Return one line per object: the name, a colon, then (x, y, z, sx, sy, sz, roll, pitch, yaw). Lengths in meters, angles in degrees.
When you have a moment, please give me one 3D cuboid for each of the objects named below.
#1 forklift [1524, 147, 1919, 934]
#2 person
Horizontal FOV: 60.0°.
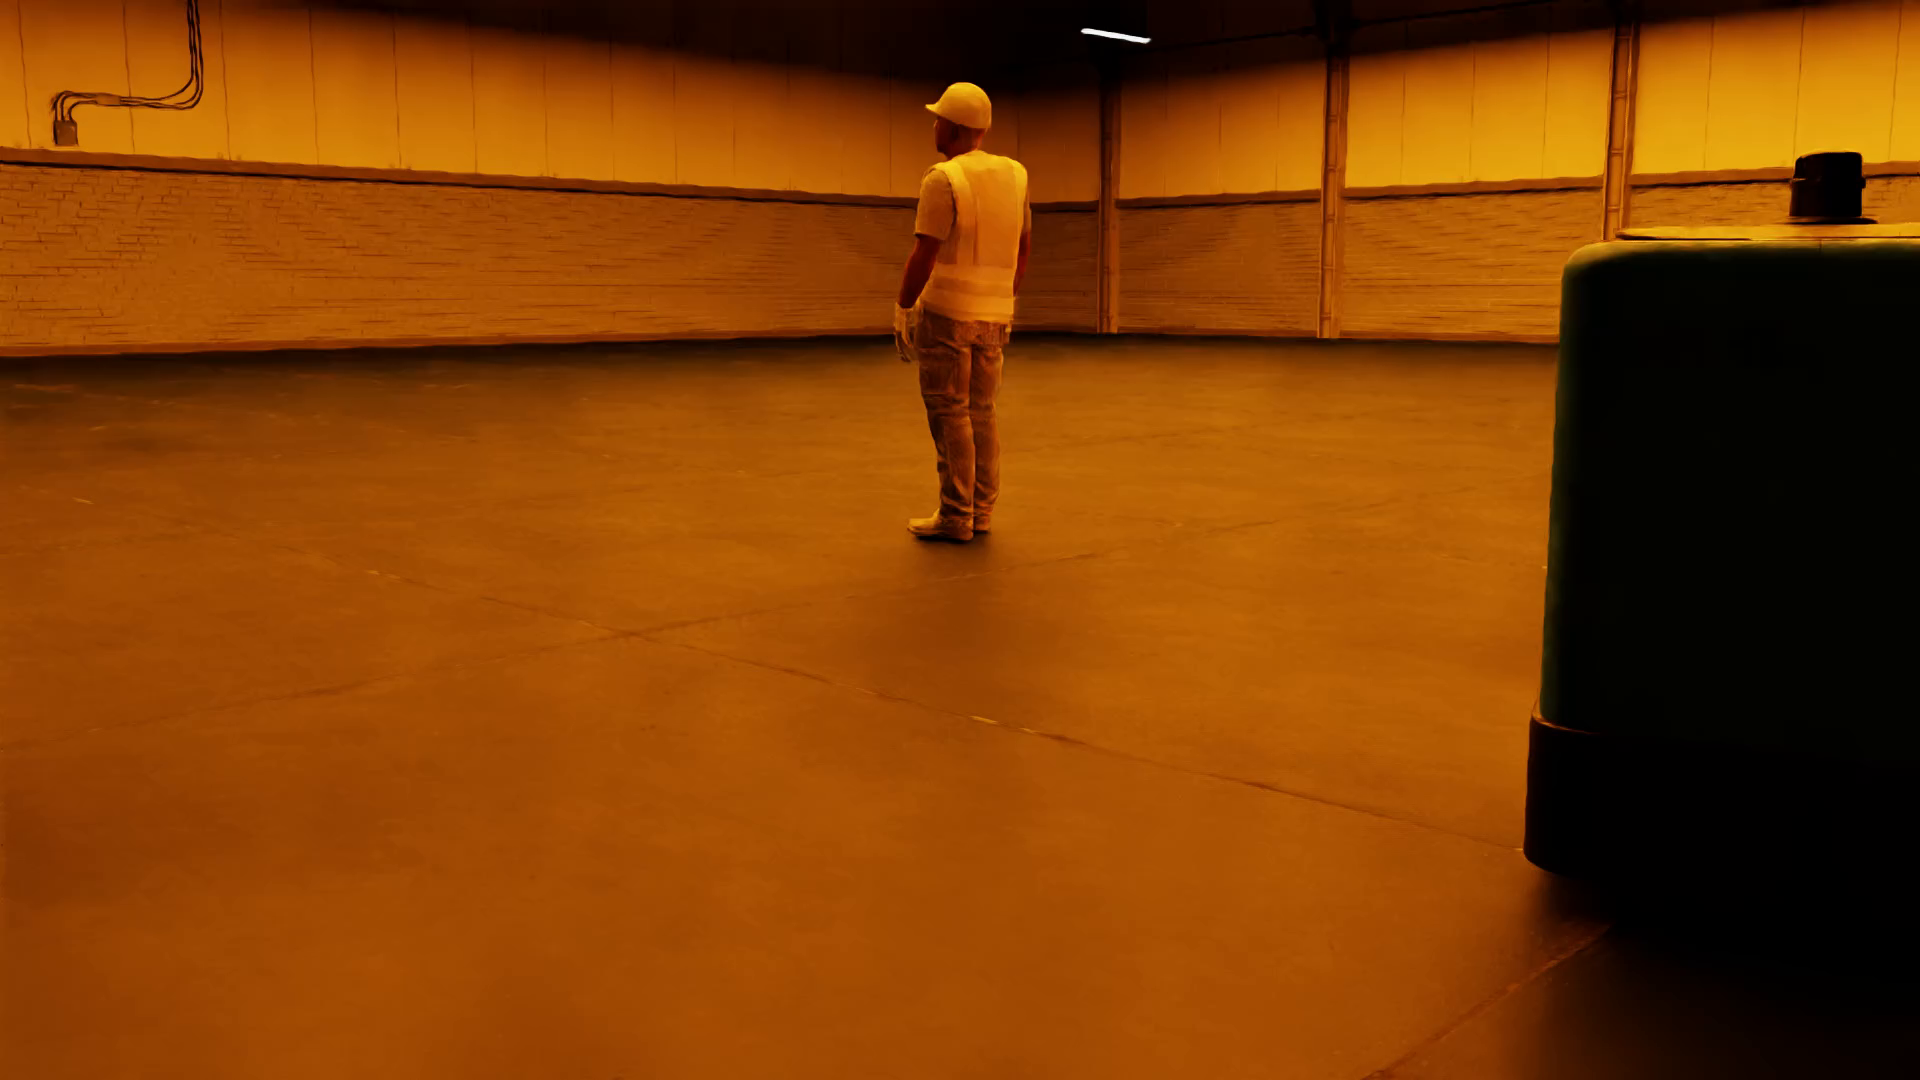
forklift: (2.496, -0.823, 2.339, 3.031, 2.935, 1.130, 4, 9, 24)
person: (-0.046, -0.897, 6.639, 0.576, 1.782, 0.655, 8, 12, 43)
